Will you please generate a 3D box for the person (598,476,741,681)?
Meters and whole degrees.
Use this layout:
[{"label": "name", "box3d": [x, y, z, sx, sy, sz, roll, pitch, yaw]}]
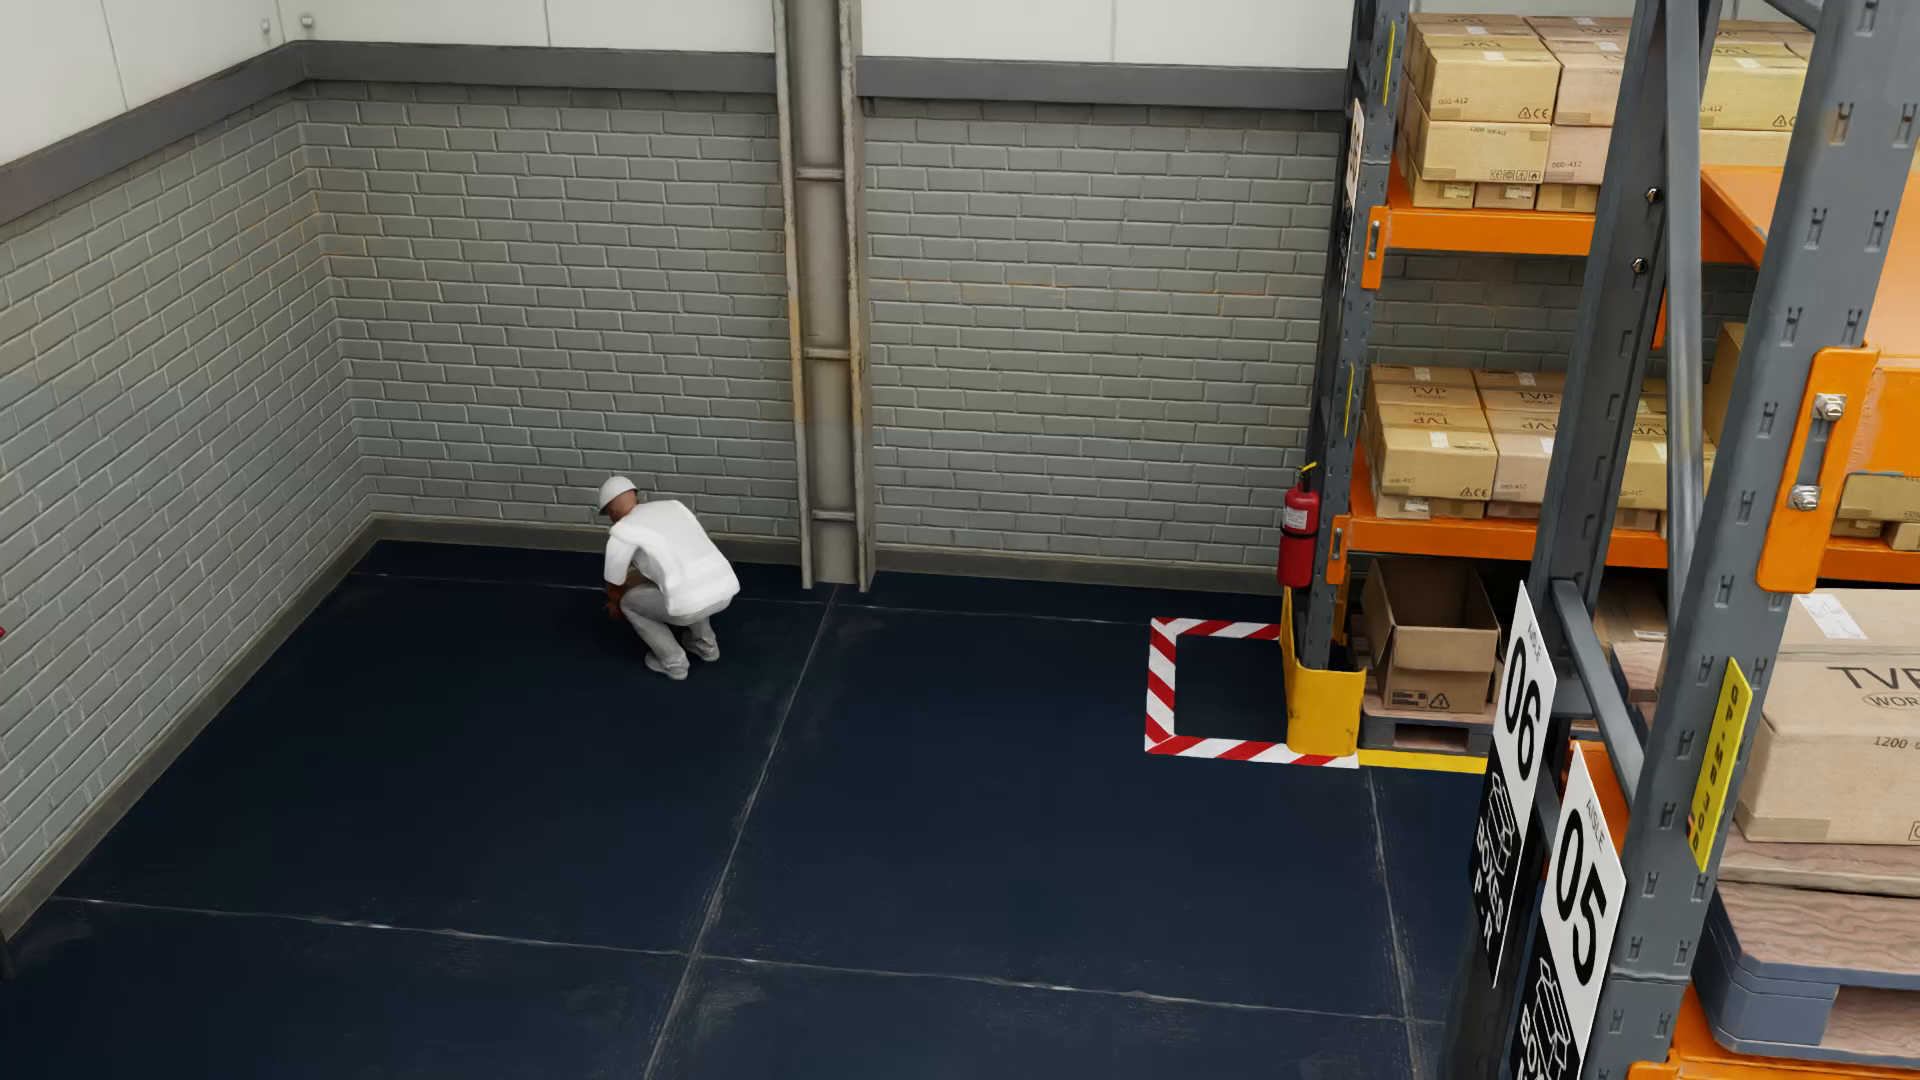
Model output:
[{"label": "person", "box3d": [-1.625, 0.198, 9.026, 0.574, 1.019, 0.909, -25, 37, -38]}]
